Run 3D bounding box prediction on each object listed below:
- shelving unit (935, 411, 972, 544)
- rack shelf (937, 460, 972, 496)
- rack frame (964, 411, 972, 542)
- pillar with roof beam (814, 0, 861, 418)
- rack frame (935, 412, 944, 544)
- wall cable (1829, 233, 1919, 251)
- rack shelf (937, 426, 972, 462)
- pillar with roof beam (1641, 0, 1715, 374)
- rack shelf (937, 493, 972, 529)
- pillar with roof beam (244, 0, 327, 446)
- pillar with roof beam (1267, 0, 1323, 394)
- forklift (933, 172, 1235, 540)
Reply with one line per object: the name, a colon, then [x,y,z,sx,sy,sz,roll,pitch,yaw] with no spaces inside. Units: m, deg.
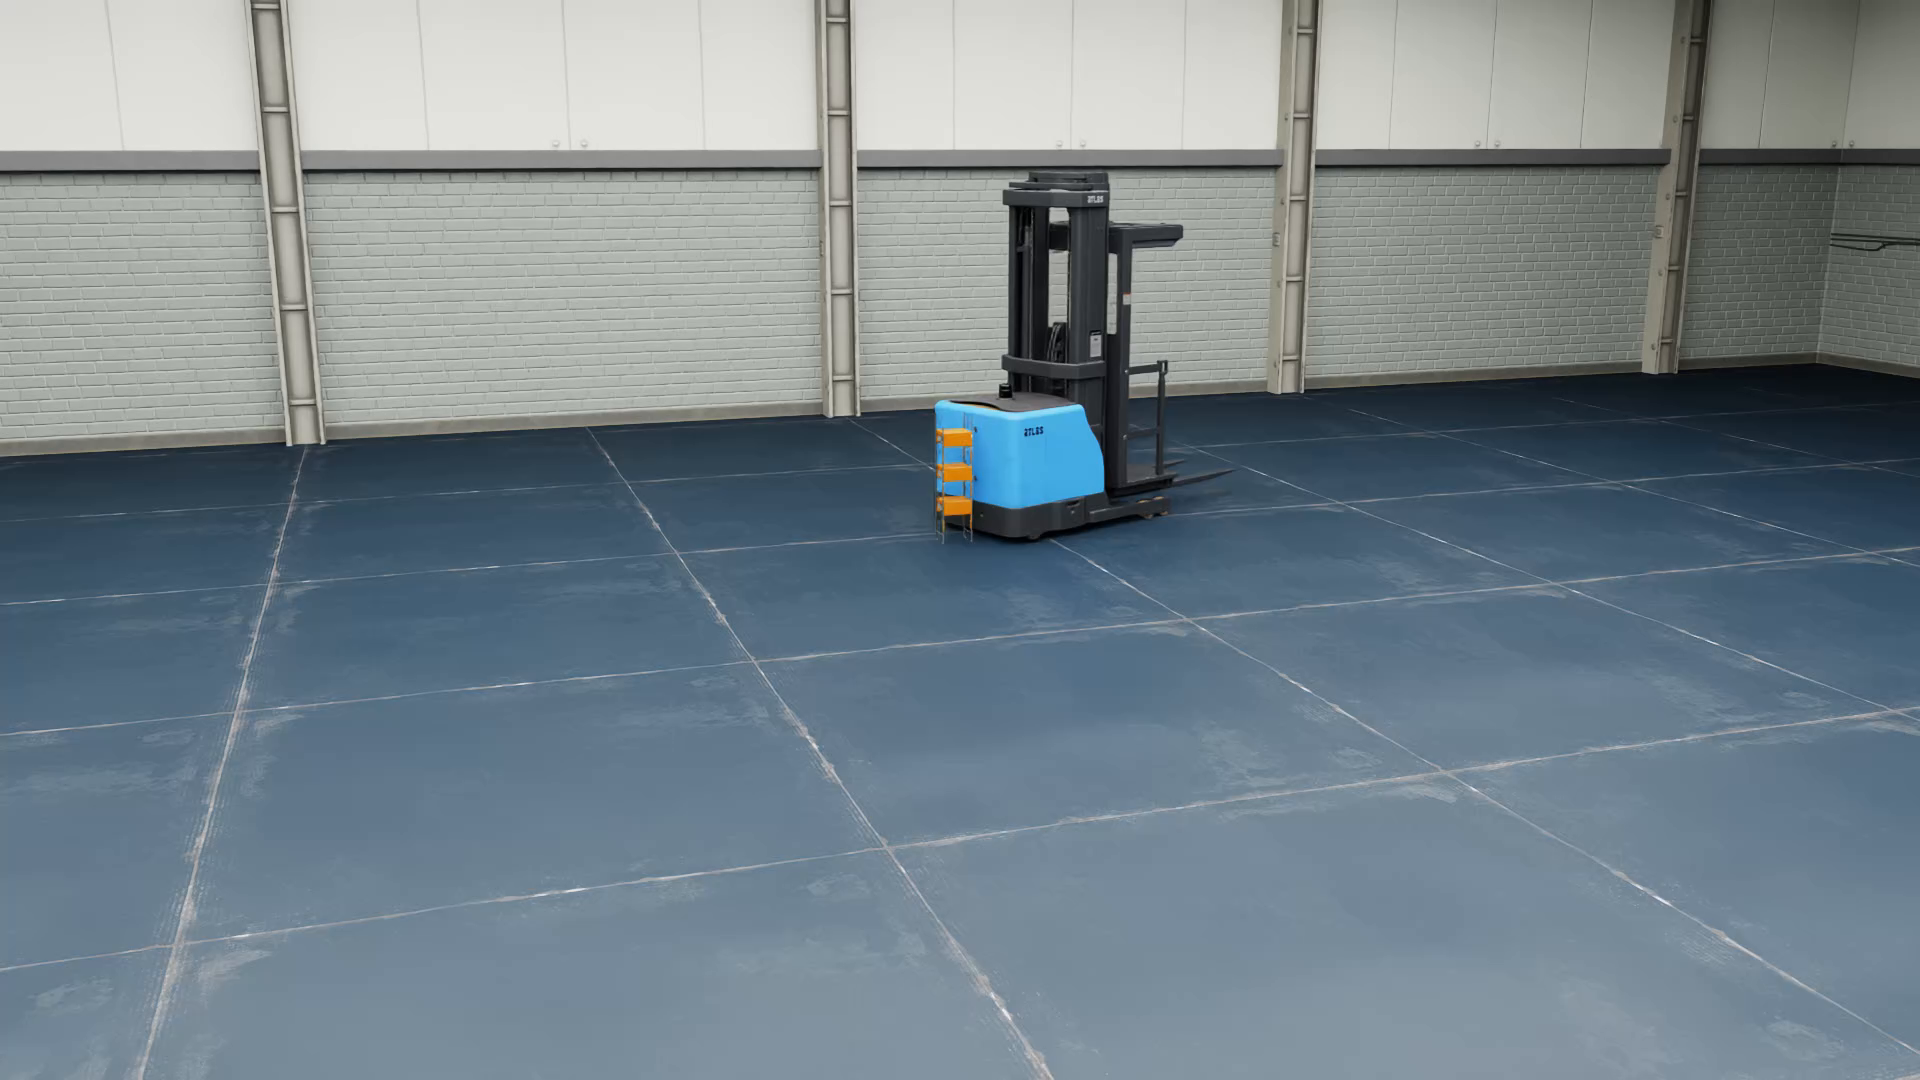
shelving unit: [-0.051,-0.507,13.505,0.252,1.050,0.215,-4,14,-18]
rack shelf: [-0.051,-0.497,13.507,0.240,0.259,0.215,-4,14,-18]
rack frame: [0.065,-0.516,13.543,0.008,1.050,0.200,-4,14,-18]
pillar with roof beam: [-0.049,-4.936,14.946,0.400,9.000,9.100,-4,14,-18]
rack frame: [-0.166,-0.498,13.467,0.008,1.050,0.200,-4,14,-18]
wall cable: [13.165,-5.182,22.693,0.112,2.526,3.097,-4,14,-18]
rack shelf: [-0.051,-0.773,13.441,0.240,0.259,0.215,-4,14,-18]
pillar with roof beam: [11.324,-5.821,18.669,0.400,9.000,9.100,-4,14,-18]
rack shelf: [-0.051,-0.226,13.571,0.240,0.259,0.215,-4,14,-18]
pillar with roof beam: [-5.736,-4.493,13.084,0.400,9.000,9.100,-4,14,-18]
pillar with roof beam: [5.637,-5.378,16.808,0.400,9.000,9.100,-4,14,-18]
forklift: [1.209,-1.688,14.405,3.031,2.935,1.130,-12,18,-40]
